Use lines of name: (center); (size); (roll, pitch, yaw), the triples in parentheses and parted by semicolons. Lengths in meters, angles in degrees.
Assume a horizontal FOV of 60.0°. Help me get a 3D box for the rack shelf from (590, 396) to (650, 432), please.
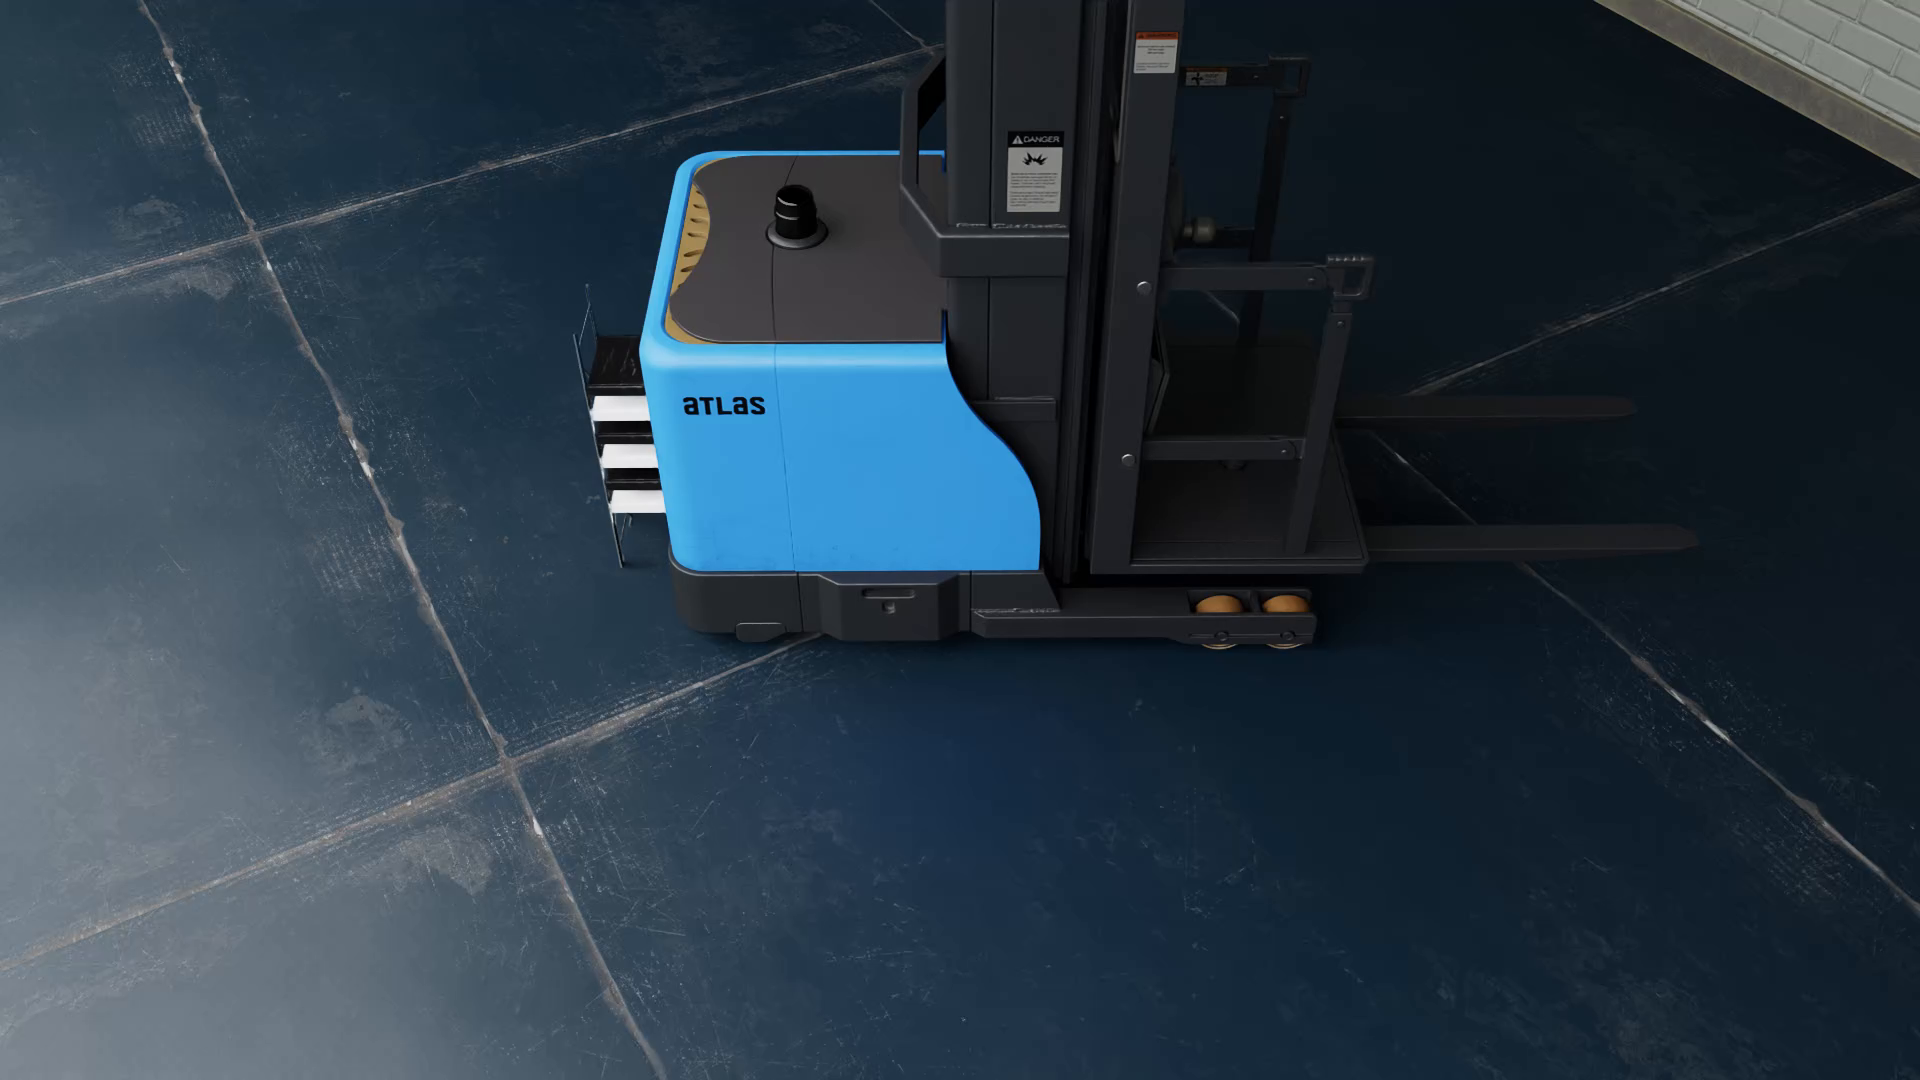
rack shelf: (-0.951, -0.424, 4.830); (0.200, 0.077, 0.258); (0, 44, 0)

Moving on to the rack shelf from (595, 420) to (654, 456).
rack shelf: (-0.950, -0.360, 4.892); (0.200, 0.077, 0.258); (0, 44, 0)

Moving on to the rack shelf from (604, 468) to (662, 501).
rack shelf: (-0.950, -0.230, 5.018); (0.200, 0.077, 0.258); (0, 44, 0)

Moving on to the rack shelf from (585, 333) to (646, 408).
rack shelf: (-0.951, -0.489, 4.767); (0.200, 0.077, 0.258); (0, 44, 0)

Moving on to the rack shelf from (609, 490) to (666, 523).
rack shelf: (-0.950, -0.166, 5.081); (0.200, 0.077, 0.258); (0, 44, 0)

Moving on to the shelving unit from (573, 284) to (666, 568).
shelving unit: (-0.950, -0.319, 4.932); (0.210, 0.900, 0.258); (0, 44, 0)

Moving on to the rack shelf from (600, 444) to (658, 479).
rack shelf: (-0.950, -0.295, 4.955); (0.200, 0.077, 0.258); (0, 44, 0)

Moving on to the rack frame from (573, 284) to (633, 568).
rack frame: (-1.052, -0.318, 4.931); (0.006, 0.900, 0.240); (0, 44, 0)

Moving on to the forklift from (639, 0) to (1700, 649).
forklift: (0.673, -1.102, 4.280); (3.031, 2.935, 1.130); (0, 44, 0)
